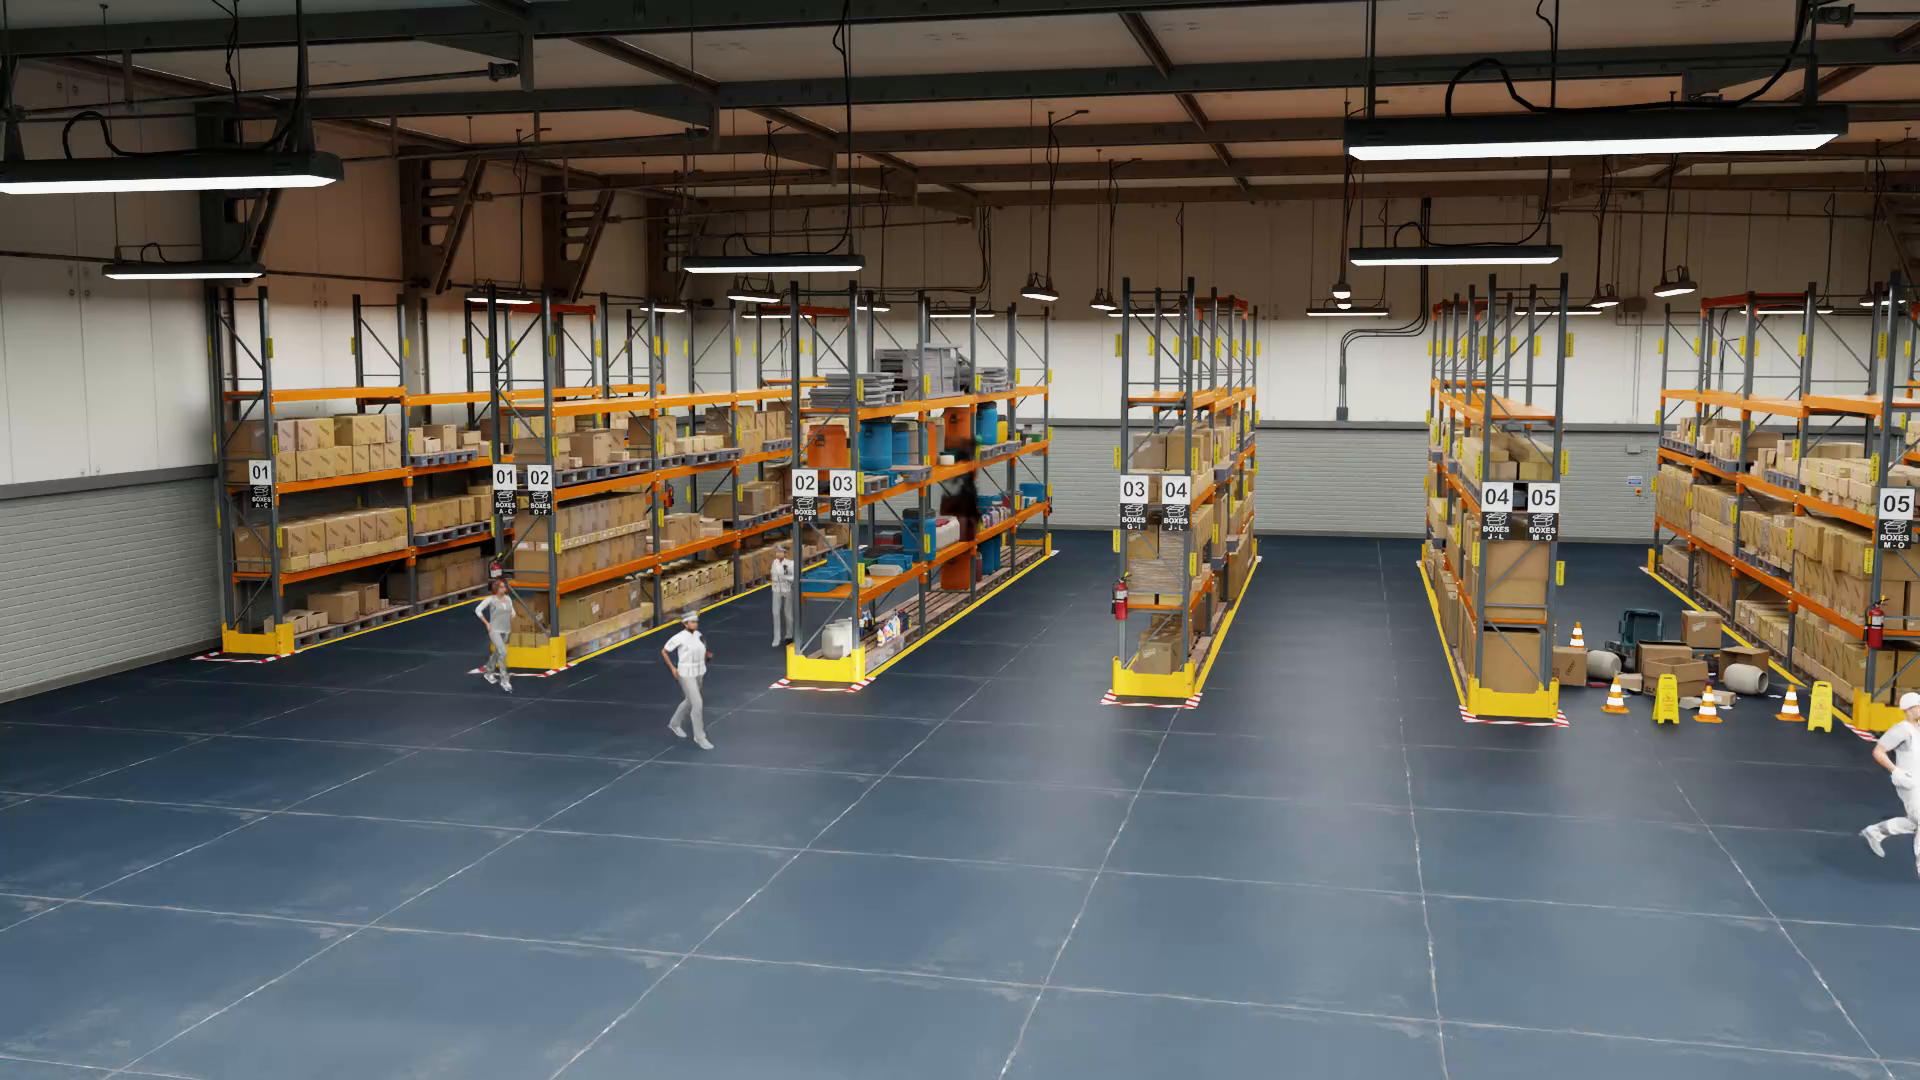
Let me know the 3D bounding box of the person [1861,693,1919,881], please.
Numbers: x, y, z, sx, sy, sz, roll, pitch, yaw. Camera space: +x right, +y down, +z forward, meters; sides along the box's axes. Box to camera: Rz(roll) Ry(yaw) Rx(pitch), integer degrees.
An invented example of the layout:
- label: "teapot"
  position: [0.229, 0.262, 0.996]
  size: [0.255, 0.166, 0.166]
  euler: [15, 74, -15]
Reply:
- label: "person"
  position: [9.005, 2.320, 15.764]
  size: [0.670, 1.765, 0.914]
  euler: [-4, 8, -34]

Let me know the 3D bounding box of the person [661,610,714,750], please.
- label: "person"
  position: [-3.418, 1.743, 21.025]
  size: [0.834, 1.739, 0.556]
  euler: [4, 8, 31]

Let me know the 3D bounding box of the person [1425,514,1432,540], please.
- label: "person"
  position: [11.336, -0.320, 39.420]
  size: [0.718, 1.679, 0.604]
  euler: [3, 7, 22]

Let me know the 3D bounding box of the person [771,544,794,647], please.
- label: "person"
  position: [-2.977, 0.925, 28.300]
  size: [0.584, 1.754, 0.776]
  euler: [1, 7, 12]

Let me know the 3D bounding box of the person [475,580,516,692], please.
- label: "person"
  position: [-6.809, 1.389, 24.502]
  size: [0.720, 1.635, 0.534]
  euler: [4, 8, 34]
